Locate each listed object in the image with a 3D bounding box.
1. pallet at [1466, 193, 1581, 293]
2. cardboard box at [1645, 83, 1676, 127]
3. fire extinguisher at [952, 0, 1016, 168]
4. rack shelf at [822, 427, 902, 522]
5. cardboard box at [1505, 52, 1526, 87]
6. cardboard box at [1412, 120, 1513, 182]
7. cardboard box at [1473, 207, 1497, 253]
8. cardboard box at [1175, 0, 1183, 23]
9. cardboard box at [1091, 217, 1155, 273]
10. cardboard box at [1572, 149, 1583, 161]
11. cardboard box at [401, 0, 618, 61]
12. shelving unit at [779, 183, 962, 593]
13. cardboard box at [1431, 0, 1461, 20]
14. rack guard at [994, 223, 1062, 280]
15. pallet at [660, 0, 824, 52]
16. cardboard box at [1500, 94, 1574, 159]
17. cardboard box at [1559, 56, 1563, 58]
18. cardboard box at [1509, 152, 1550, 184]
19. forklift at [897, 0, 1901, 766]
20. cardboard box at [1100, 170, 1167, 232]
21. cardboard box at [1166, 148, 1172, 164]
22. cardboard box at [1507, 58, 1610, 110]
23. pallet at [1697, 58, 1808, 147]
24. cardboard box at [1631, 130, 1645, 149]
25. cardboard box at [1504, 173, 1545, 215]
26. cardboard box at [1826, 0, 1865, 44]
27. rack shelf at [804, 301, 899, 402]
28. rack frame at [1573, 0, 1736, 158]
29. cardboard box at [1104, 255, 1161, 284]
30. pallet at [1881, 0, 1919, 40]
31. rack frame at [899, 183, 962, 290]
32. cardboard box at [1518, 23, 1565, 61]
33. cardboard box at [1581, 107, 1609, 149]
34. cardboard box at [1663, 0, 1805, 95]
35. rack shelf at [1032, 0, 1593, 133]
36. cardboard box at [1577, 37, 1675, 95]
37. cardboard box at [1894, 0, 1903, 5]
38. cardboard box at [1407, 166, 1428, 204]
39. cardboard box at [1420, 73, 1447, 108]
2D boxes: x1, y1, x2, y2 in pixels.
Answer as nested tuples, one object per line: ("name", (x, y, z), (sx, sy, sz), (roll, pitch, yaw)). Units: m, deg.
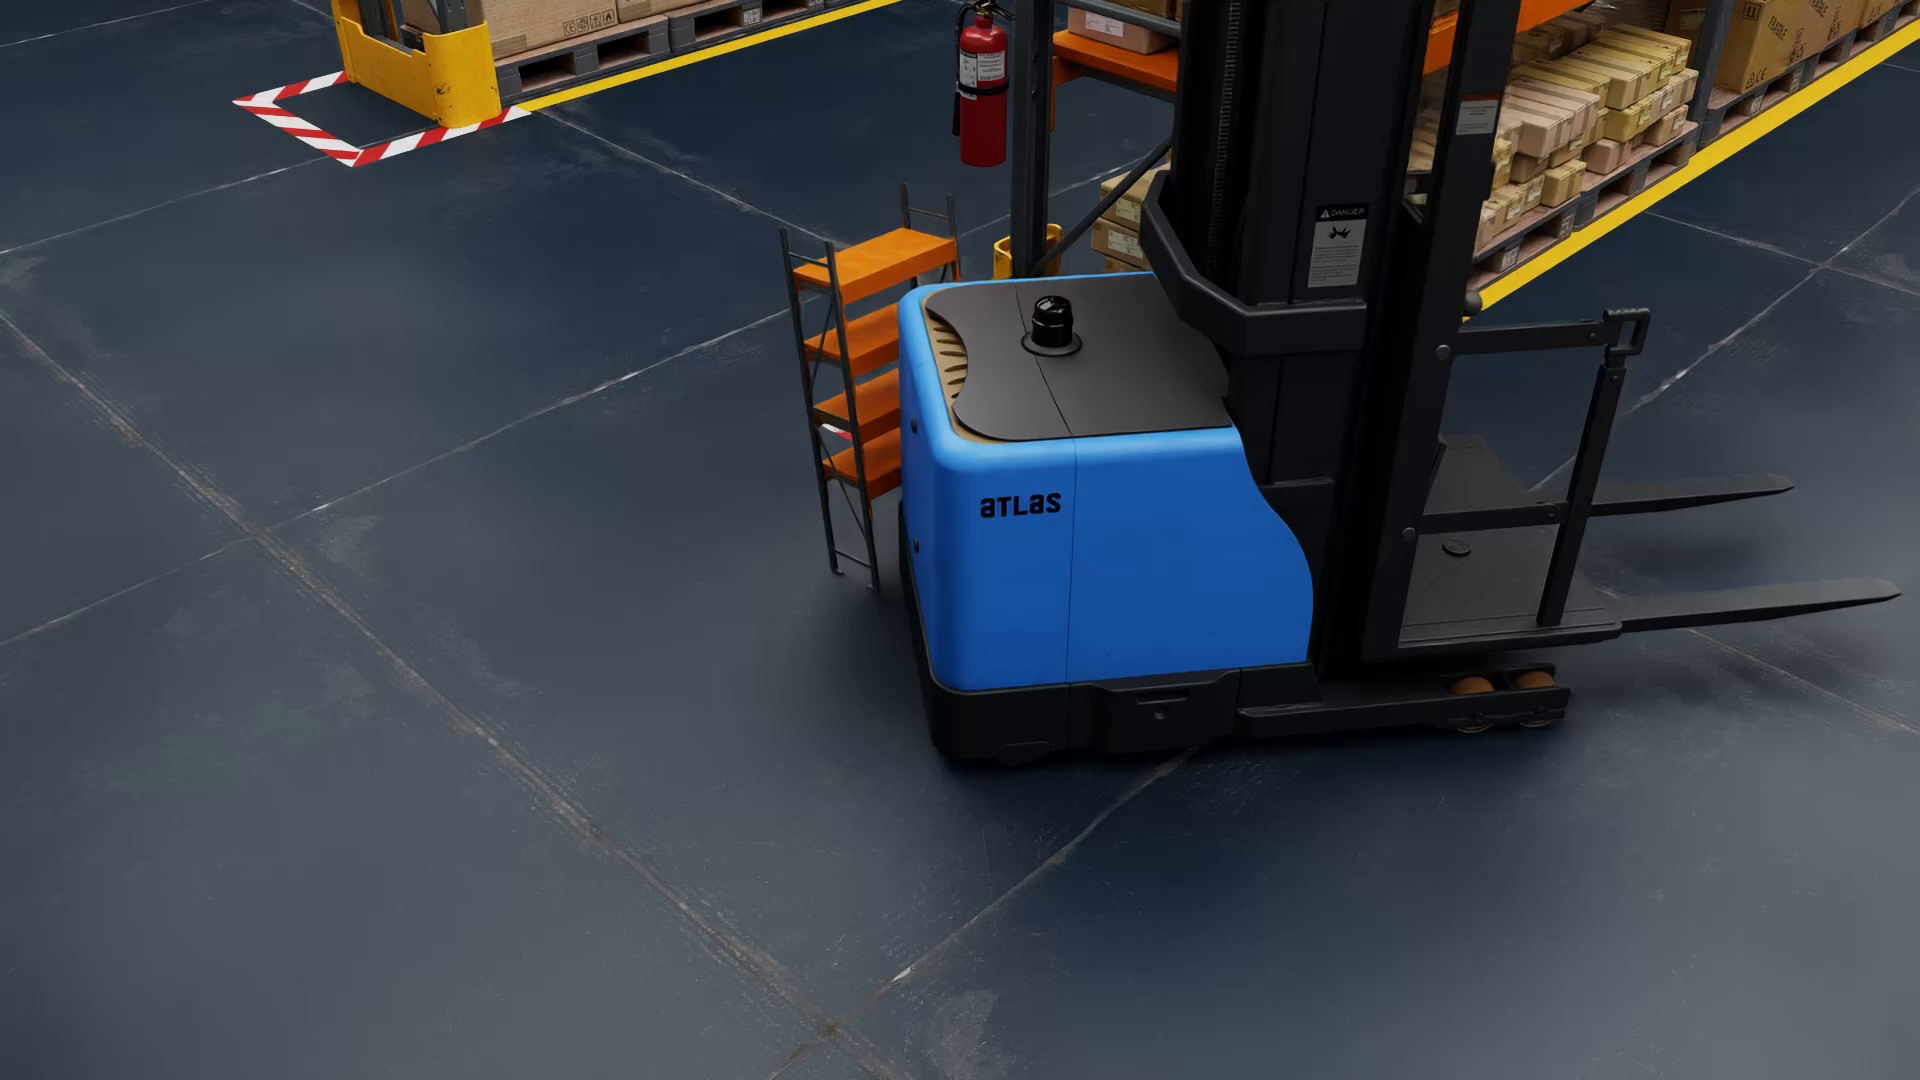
("pallet", (2.100, -1.473, 7.678), (1.003, 0.211, 1.213), (30, 45, 35))
("cardboard box", (3.229, -2.155, 8.083), (0.380, 0.149, 0.250), (27, 43, 33))
("fire extinguisher", (0.084, -1.677, 5.926), (0.296, 0.674, 0.183), (30, 45, 35))
("rack shelf", (-0.201, -0.252, 5.498), (0.480, 0.148, 0.258), (-29, 36, -35))
("cardboard box", (2.471, -2.266, 7.983), (0.380, 0.149, 0.250), (28, 44, 34))
("cardboard box", (2.113, -1.642, 7.088), (0.250, 0.149, 0.380), (-29, 44, -35))
("cardboard box", (2.089, -1.375, 7.224), (0.380, 0.149, 0.250), (27, 43, 33))
("cardboard box", (1.102, -2.012, 5.665), (0.500, 0.500, 0.500), (-28, 43, -34))
("cardboard box", (0.759, -1.232, 6.759), (0.380, 0.149, 0.250), (28, 44, 34))
("cardboard box", (2.718, -1.845, 7.898), (0.380, 0.149, 0.250), (28, 44, 34))
("cardboard box", (-2.601, -3.161, 9.533), (0.875, 0.438, 0.875), (28, 44, 34))
("shelving unit", (-0.227, -0.484, 5.370), (0.503, 1.200, 0.258), (-29, 36, -35))
("cardboard box", (1.721, -2.142, 6.419), (0.380, 0.149, 0.250), (29, 44, 35))
("rack guard", (0.643, -0.783, 6.436), (1.175, 0.500, 0.348), (30, 45, 35))
("pallet", (-1.627, -3.437, 10.493), (1.003, 0.211, 1.213), (30, 45, 35))
("cardboard box", (2.475, -1.840, 7.371), (0.380, 0.149, 0.250), (28, 44, 34))
("cardboard box", (2.925, -2.508, 8.589), (0.250, 0.149, 0.380), (-28, 43, -34))
("cardboard box", (2.438, -1.765, 7.524), (0.380, 0.149, 0.250), (27, 43, 33))
("forklift", (1.360, -0.927, 4.517), (3.031, 2.935, 1.130), (-4, 35, -6))
("cardboard box", (0.782, -1.342, 6.656), (0.250, 0.149, 0.380), (-29, 44, -35))
("cardboard box", (1.092, -1.577, 6.994), (0.380, 0.149, 0.250), (29, 44, 34))
("cardboard box", (2.781, -2.101, 7.746), (0.250, 0.149, 0.380), (-28, 44, -34))
("pallet", (3.955, -2.574, 9.257), (1.003, 0.211, 1.213), (30, 45, 35))
("cardboard box", (3.130, -2.036, 8.172), (0.250, 0.149, 0.380), (-29, 44, -34))
("cardboard box", (2.412, -1.609, 7.560), (0.250, 0.149, 0.380), (-29, 44, -35))
("cardboard box", (4.847, -3.175, 9.498), (0.500, 0.500, 0.500), (-29, 44, -35))
("rack shelf", (-0.242, -0.620, 5.294), (0.480, 0.148, 0.258), (-29, 36, -35))
("rack frame", (3.407, -3.401, 8.005), (1.000, 3.000, 0.127), (30, 45, 35))
("cardboard box", (0.812, -1.078, 6.799), (0.250, 0.149, 0.380), (-29, 44, -35))
("pallet", (5.674, -3.565, 10.677), (1.003, 0.211, 1.213), (30, 45, 35))
("rack frame", (-0.051, -0.580, 5.508), (0.015, 1.200, 0.240), (-29, 36, -35))
("cardboard box", (2.782, -2.504, 8.323), (0.250, 0.149, 0.380), (-28, 43, -34))
("cardboard box", (2.807, -1.977, 7.828), (0.250, 0.149, 0.380), (-29, 44, -35))
("cardboard box", (4.116, -2.741, 8.877), (0.500, 0.500, 0.500), (-28, 44, -34))
("rack shelf", (1.998, -2.294, 7.047), (1.077, 0.370, 4.000), (30, 45, 35))
("cardboard box", (3.190, -2.279, 8.001), (0.250, 0.149, 0.380), (-29, 44, -35))
("cardboard box", (5.579, -3.590, 10.094), (0.500, 0.500, 0.500), (-28, 44, -34))
("cardboard box", (1.693, -1.445, 6.805), (0.380, 0.149, 0.250), (27, 43, 33))
("cardboard box", (2.100, -2.052, 7.675), (0.380, 0.149, 0.250), (28, 43, 34))
